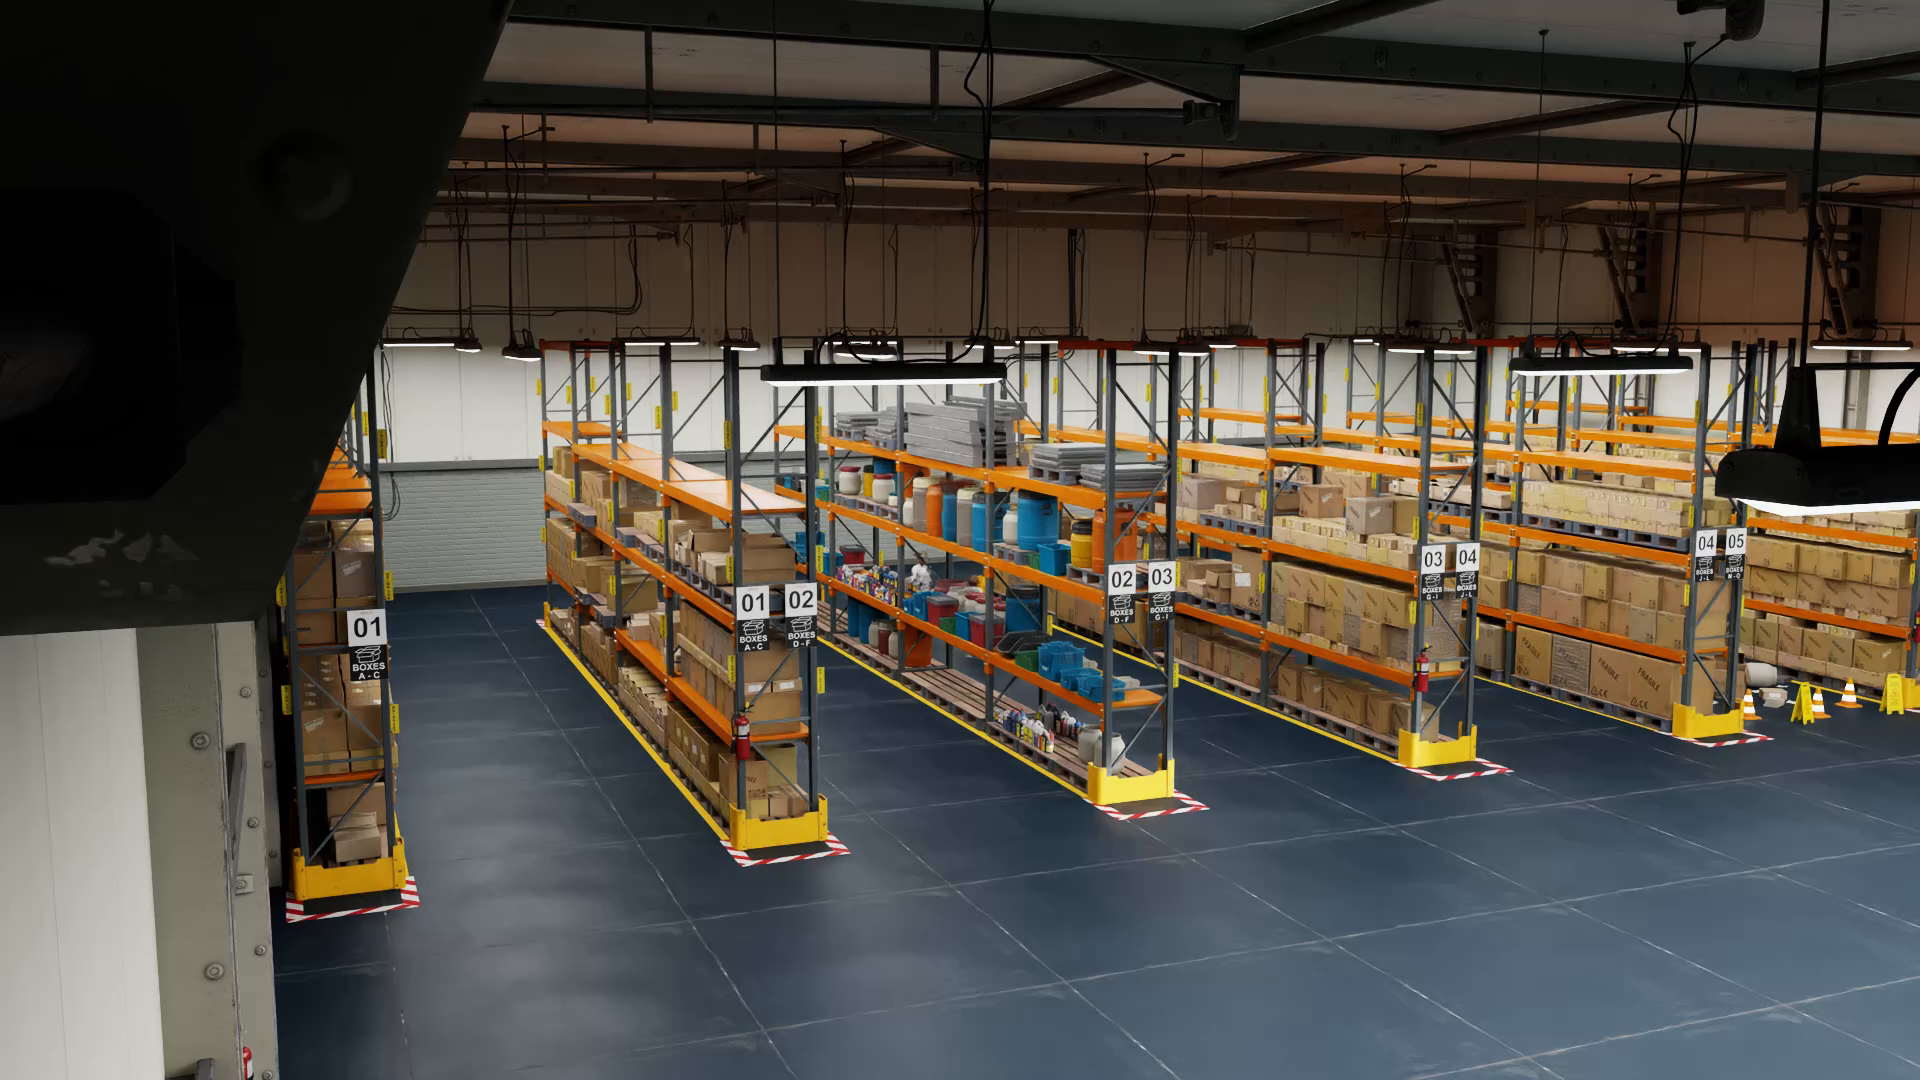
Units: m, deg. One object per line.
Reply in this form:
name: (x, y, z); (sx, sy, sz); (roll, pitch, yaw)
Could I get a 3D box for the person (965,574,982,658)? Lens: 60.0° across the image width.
person: (0.244, 1.454, 31.439); (0.462, 1.592, 0.442); (3, 8, 23)

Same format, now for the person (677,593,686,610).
person: (-5.981, 0.962, 35.350); (0.573, 1.574, 0.700); (-2, 8, -13)

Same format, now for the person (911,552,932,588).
person: (-0.798, 1.032, 34.418); (0.512, 1.622, 1.049); (-3, 8, -23)
